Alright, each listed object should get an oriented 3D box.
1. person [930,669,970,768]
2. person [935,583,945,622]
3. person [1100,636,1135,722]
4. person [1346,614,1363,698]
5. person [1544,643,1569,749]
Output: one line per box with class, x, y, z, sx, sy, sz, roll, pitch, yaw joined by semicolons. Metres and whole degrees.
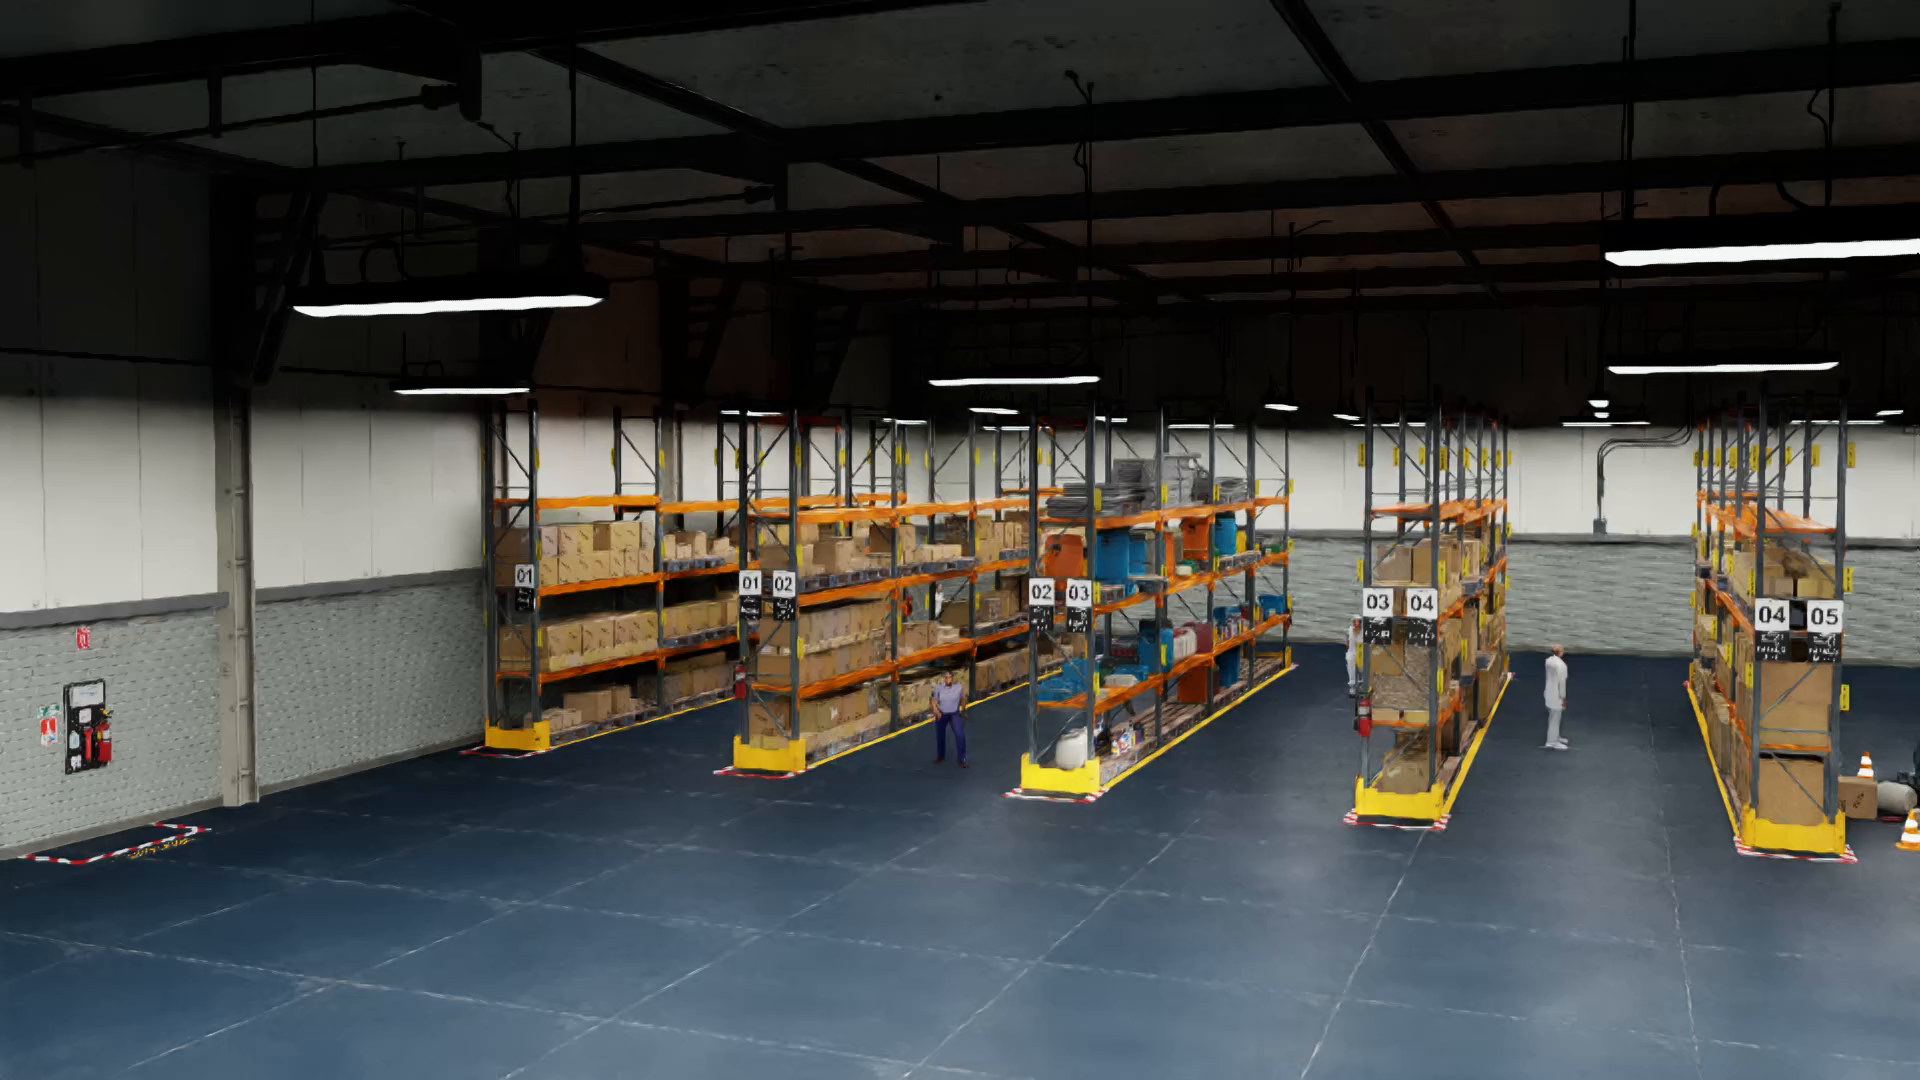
person;-0.172;2.872;27.014;0.627;1.583;0.797;0;3;2
person;-0.554;1.962;44.472;0.668;1.673;0.516;-2;3;-36
person;2.963;2.626;31.024;0.568;1.677;0.952;2;4;38
person;8.334;2.416;34.826;0.565;1.736;1.045;1;3;20
person;10.341;2.675;28.711;0.522;1.790;0.653;0;3;-4
